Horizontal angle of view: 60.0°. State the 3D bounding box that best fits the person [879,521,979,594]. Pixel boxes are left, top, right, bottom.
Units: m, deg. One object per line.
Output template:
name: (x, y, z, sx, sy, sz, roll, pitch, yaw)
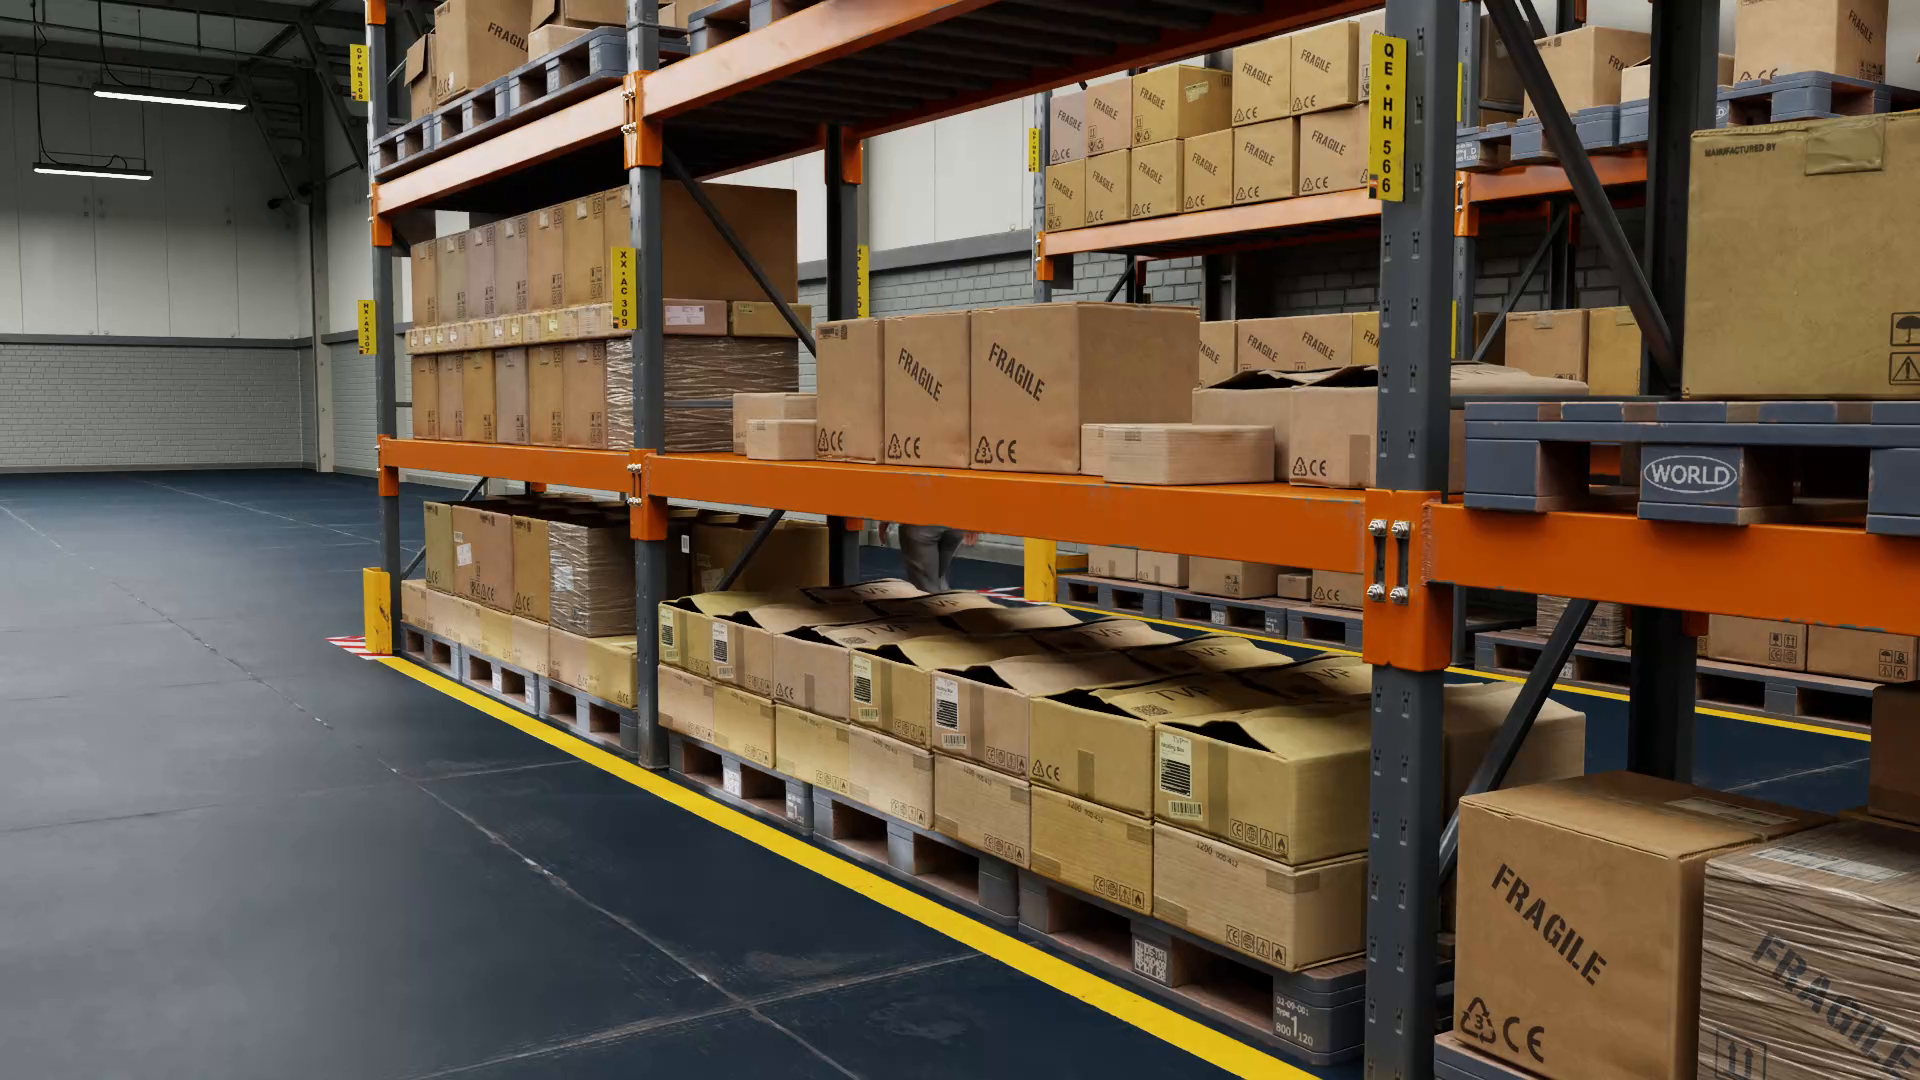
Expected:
person: (-0.174, -0.108, 8.969, 0.547, 1.816, 0.501, -4, 6, -39)
